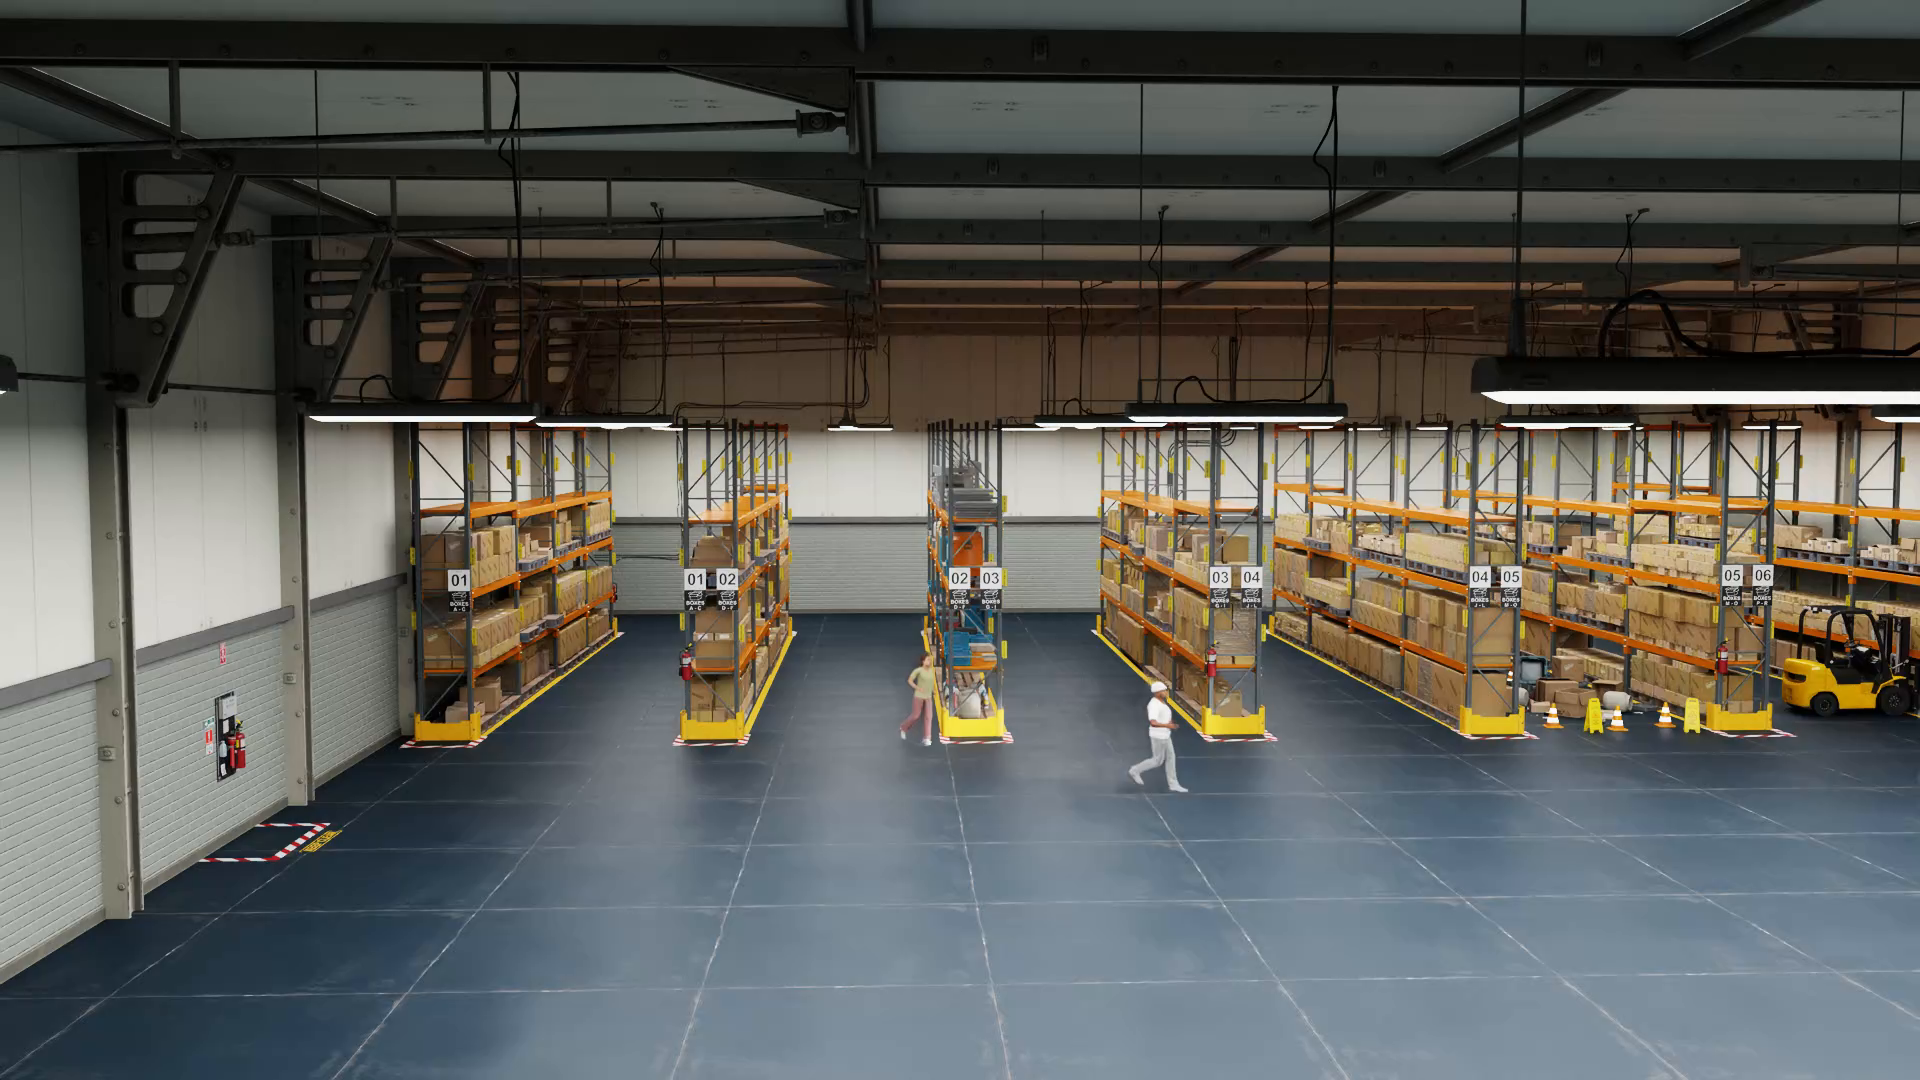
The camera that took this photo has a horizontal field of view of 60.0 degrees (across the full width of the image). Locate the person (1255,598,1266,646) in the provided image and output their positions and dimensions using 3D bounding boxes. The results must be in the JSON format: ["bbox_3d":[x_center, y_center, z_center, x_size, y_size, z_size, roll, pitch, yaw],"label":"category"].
[{"bbox_3d":[7.888,2.087,44.477,0.574,1.667,0.697,0,4,1],"label":"person"}]

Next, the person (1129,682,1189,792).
[{"bbox_3d":[3.172,3.135,26.495,0.957,1.761,0.700,1,4,19],"label":"person"}]

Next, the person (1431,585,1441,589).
[{"bbox_3d":[14.152,1.728,49.410,0.840,1.649,0.675,1,4,20],"label":"person"}]

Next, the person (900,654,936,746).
[{"bbox_3d":[-0.657,2.918,30.730,0.636,1.634,0.954,-2,4,-33],"label":"person"}]
